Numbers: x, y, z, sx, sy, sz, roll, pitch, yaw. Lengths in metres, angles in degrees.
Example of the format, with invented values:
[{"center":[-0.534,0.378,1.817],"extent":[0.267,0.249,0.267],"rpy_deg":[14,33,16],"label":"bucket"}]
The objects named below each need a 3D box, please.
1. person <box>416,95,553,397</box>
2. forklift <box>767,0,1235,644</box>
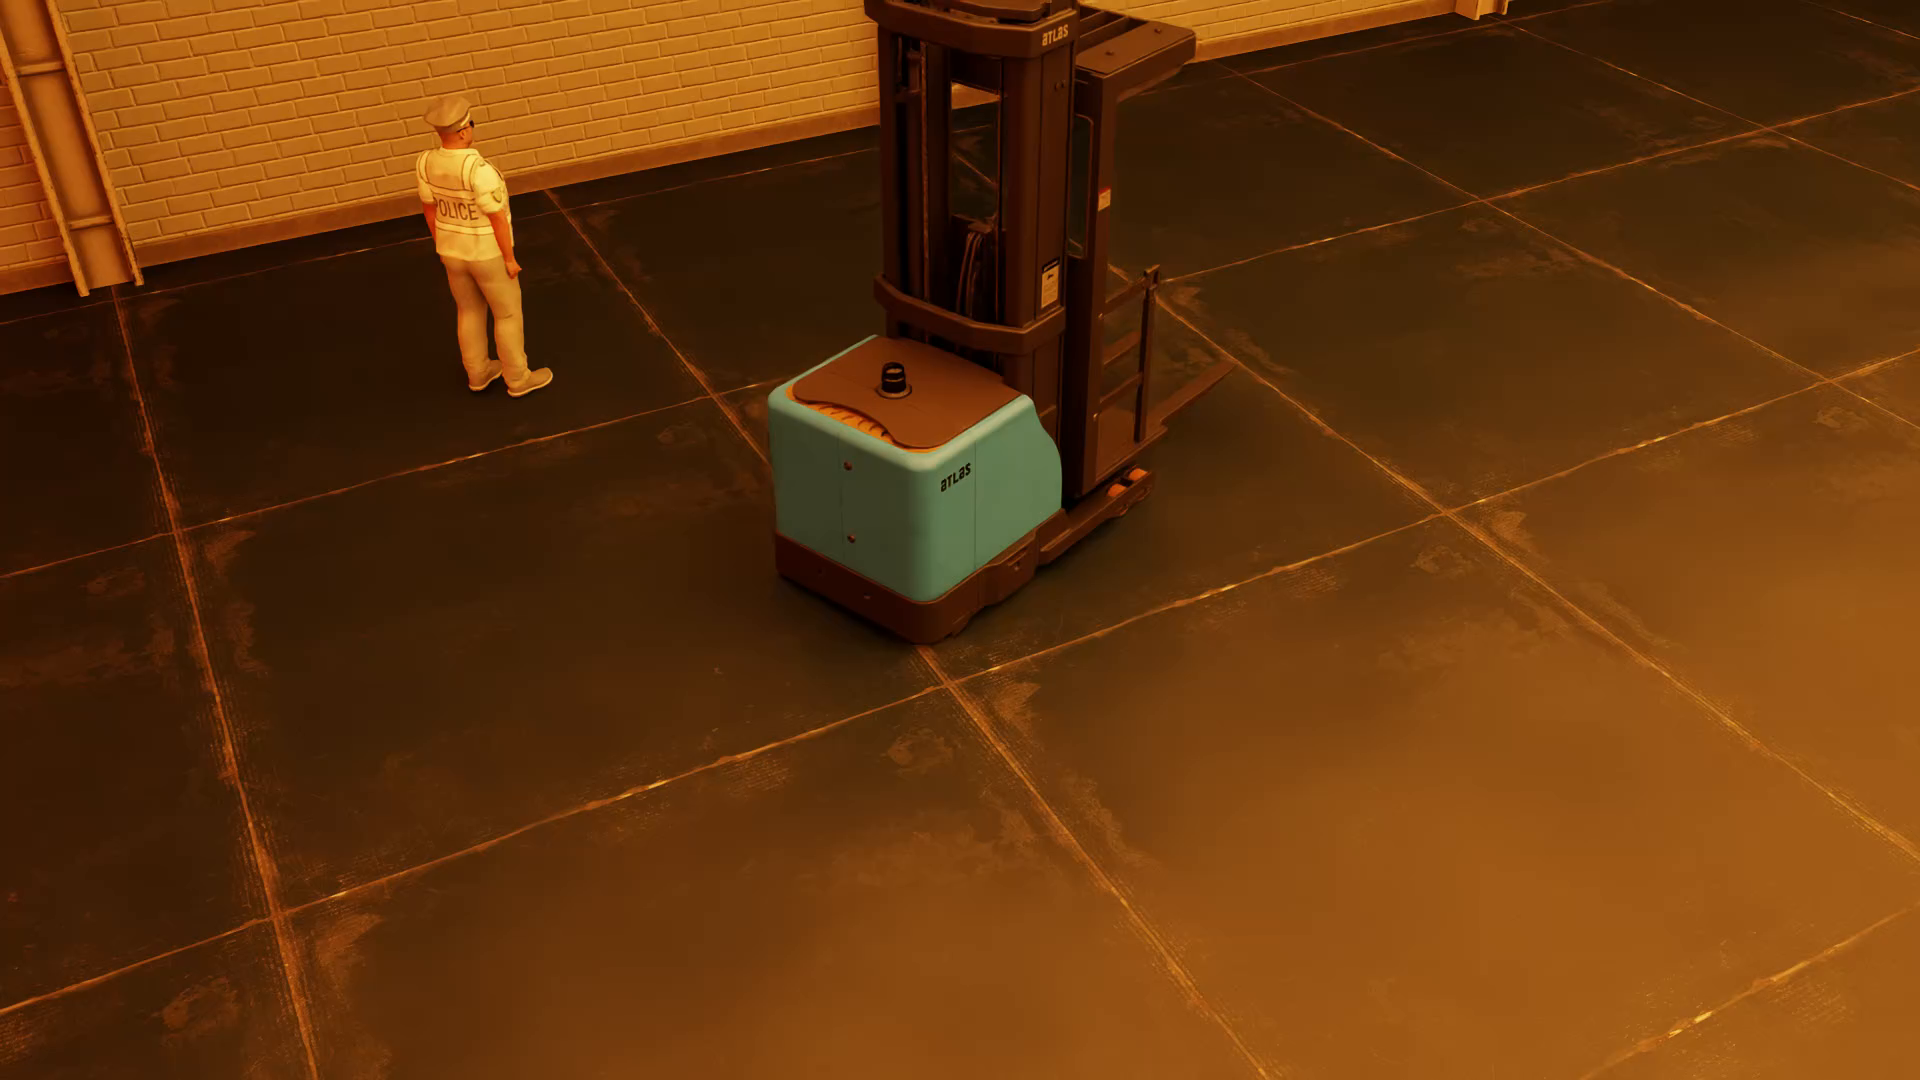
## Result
[{"center":[-2.743,-1.656,9.472],"extent":[0.522,1.774,0.397],"rpy_deg":[12,37,17],"label":"person"},{"center":[0.397,-1.490,8.232],"extent":[1.130,2.935,3.031],"rpy_deg":[25,42,31],"label":"forklift"}]
